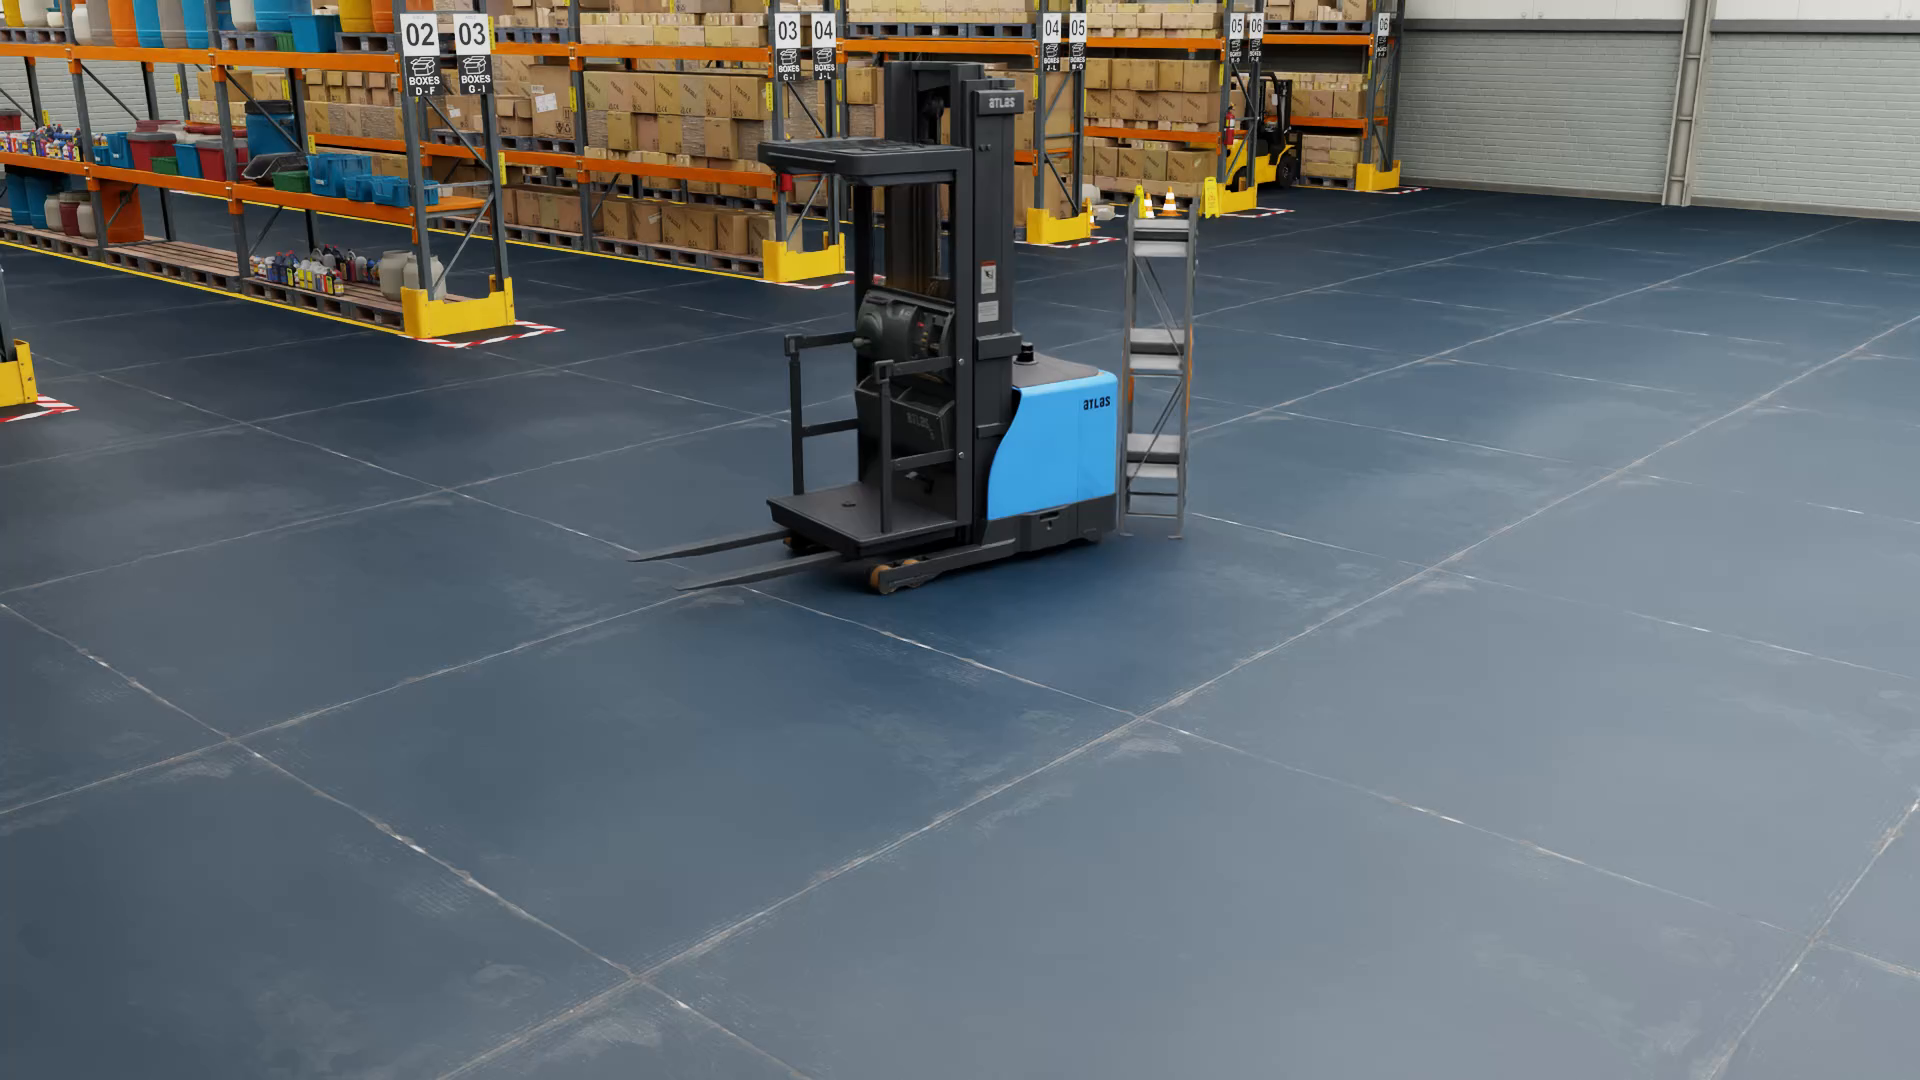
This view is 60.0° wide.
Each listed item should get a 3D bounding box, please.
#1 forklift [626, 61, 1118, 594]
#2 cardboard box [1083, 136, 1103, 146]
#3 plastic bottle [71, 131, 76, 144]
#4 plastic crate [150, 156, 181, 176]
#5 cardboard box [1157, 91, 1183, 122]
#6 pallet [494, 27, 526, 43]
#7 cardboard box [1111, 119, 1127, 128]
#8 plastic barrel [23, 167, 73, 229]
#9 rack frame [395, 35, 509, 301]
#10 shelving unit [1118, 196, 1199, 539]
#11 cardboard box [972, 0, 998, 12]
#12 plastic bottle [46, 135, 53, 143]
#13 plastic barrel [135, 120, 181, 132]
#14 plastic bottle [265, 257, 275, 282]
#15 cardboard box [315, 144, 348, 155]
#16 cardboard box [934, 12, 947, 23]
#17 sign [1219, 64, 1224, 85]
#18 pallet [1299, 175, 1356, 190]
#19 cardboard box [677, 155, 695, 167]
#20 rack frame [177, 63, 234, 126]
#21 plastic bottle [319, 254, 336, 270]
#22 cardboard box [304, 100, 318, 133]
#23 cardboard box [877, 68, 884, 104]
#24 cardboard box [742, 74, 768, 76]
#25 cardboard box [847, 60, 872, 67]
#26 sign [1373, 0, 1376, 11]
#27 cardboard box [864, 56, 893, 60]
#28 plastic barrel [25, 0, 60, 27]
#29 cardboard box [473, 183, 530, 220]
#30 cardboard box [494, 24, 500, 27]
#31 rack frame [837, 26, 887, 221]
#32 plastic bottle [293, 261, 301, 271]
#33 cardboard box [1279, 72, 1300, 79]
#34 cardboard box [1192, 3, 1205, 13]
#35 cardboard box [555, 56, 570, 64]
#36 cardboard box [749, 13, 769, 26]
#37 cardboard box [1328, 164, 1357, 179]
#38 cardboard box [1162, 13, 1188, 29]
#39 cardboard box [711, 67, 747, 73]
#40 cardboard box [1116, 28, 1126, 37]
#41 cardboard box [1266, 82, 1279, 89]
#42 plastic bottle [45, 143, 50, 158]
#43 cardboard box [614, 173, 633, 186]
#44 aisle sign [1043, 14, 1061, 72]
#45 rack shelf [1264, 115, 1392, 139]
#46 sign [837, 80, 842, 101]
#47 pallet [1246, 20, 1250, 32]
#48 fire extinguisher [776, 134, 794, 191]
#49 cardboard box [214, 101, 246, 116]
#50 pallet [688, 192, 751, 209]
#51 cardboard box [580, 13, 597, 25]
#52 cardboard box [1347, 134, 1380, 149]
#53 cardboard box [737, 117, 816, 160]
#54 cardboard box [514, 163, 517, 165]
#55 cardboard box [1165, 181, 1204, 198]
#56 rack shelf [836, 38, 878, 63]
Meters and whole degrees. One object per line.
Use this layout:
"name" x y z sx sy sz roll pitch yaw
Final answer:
"forklift" -0.498 -1.264 9.748 3.031 2.935 1.130 -12 21 -34
"cardboard box" 2.367 -7.063 29.448 0.250 0.149 0.380 16 24 41
"plastic bottle" -12.750 -5.758 24.002 0.135 0.276 0.152 15 23 39
"plastic crate" -9.690 -4.650 20.655 0.662 0.188 0.450 15 23 39
"cardboard box" 3.697 -7.362 28.195 0.500 0.500 0.500 15 23 39
"pallet" -6.081 -7.282 23.949 1.003 0.211 1.213 15 23 39
"cardboard box" 2.846 -7.269 28.973 0.250 0.149 0.380 15 23 39
"plastic barrel" -13.259 -5.016 24.233 0.708 0.901 0.600 15 23 39
"rack frame" -5.208 -3.662 17.192 0.127 3.000 1.000 15 23 39
"shelving unit" 1.261 -1.094 10.588 0.431 2.100 0.503 3 18 9
"cardboard box" 0.522 -7.768 24.068 0.500 0.250 0.500 15 23 39
"plastic bottle" -12.675 -5.497 23.165 0.133 0.283 0.061 15 23 39
"plastic barrel" -10.644 -5.308 22.155 0.708 0.536 0.600 15 23 39
"plastic bottle" -7.993 -3.155 19.369 0.135 0.276 0.152 16 24 41
"cardboard box" -10.404 -6.255 28.182 0.875 0.875 1.225 15 23 39
"cardboard box" -0.167 -7.739 24.634 0.250 0.149 0.380 15 23 40
"sign" 4.274 -7.606 27.182 0.005 0.325 0.100 15 23 39
"pallet" 7.349 -6.964 32.204 1.213 0.211 1.003 15 23 39
"cardboard box" -3.463 -4.951 21.668 0.250 0.149 0.380 15 23 39
"rack frame" -13.888 -7.995 30.845 0.127 3.000 1.000 15 23 39
"plastic bottle" -7.463 -3.235 19.623 0.135 0.276 0.152 15 23 39
"cardboard box" -10.718 -7.091 27.830 0.500 0.500 0.500 15 23 39
"cardboard box" -0.803 -7.108 26.016 0.550 0.550 0.875 15 23 39
"cardboard box" -2.521 -5.723 21.375 0.500 0.500 0.500 15 23 39
"cardboard box" -1.887 -9.200 32.823 0.500 0.500 0.500 14 23 38
"sign" 7.578 -9.843 30.375 0.005 0.325 0.100 15 23 39
"cardboard box" -1.964 -11.345 39.917 0.500 0.500 0.500 14 23 38
"plastic barrel" -12.806 -7.632 23.220 0.708 0.901 0.600 15 23 39
"cardboard box" -6.967 -5.169 25.344 0.500 0.500 0.700 13 22 35
"cardboard box" -6.947 -7.391 24.231 0.500 0.250 0.500 16 23 40
"rack frame" -1.545 -6.688 26.725 0.127 3.000 1.000 15 23 39
"plastic bottle" -7.596 -3.059 19.076 0.097 0.271 0.097 0 18 0
"cardboard box" 6.390 -8.978 32.213 0.250 0.149 0.380 15 23 40
"cardboard box" 4.041 -8.776 27.445 0.250 0.149 0.380 16 23 40
"cardboard box" -7.704 -9.106 32.035 0.500 0.500 0.500 16 23 41
"cardboard box" -2.336 -6.316 20.185 0.250 0.149 0.380 15 23 39
"cardboard box" 7.388 -7.061 31.753 0.500 0.250 0.500 15 23 40
"cardboard box" 3.729 -8.671 27.772 0.500 0.250 0.500 15 23 39
"cardboard box" -3.828 -7.821 28.480 0.500 0.500 0.700 15 23 38
"cardboard box" 2.890 -8.709 28.553 0.250 0.149 0.380 15 23 40
"cardboard box" 6.164 -8.870 32.364 0.250 0.149 0.380 14 23 38
"plastic bottle" -12.534 -5.369 22.898 0.097 0.201 0.097 0 18 0
"cardboard box" -5.994 -6.780 30.455 0.500 0.500 0.500 14 22 37
"aisle sign" 1.301 -7.041 23.543 0.004 0.787 0.394 15 23 39
"rack shelf" 6.453 -8.207 32.703 4.000 0.370 1.077 15 23 39
"sign" -1.898 -7.077 26.169 0.005 0.325 0.100 15 23 39
"pallet" 5.612 -10.174 32.898 1.213 0.211 1.003 15 23 39
"fire extinguisher" -2.141 -4.618 20.334 0.183 0.674 0.296 15 23 39
"cardboard box" -12.941 -7.703 29.682 0.500 0.250 0.500 14 22 37
"pallet" -3.997 -5.986 29.125 1.213 0.211 1.003 15 23 39
"cardboard box" -4.874 -6.999 22.337 0.250 0.149 0.380 14 22 38
"cardboard box" 7.715 -7.654 31.969 0.500 0.250 0.500 15 23 38
"cardboard box" -2.314 -5.089 21.030 0.500 0.500 0.875 15 23 39
"cardboard box" -8.520 -7.442 32.630 0.250 0.149 0.380 15 23 40
"cardboard box" 3.856 -6.021 28.475 0.500 0.250 0.500 15 23 39
"rack shelf" -3.041 -8.176 27.646 4.000 0.370 1.077 15 23 39
